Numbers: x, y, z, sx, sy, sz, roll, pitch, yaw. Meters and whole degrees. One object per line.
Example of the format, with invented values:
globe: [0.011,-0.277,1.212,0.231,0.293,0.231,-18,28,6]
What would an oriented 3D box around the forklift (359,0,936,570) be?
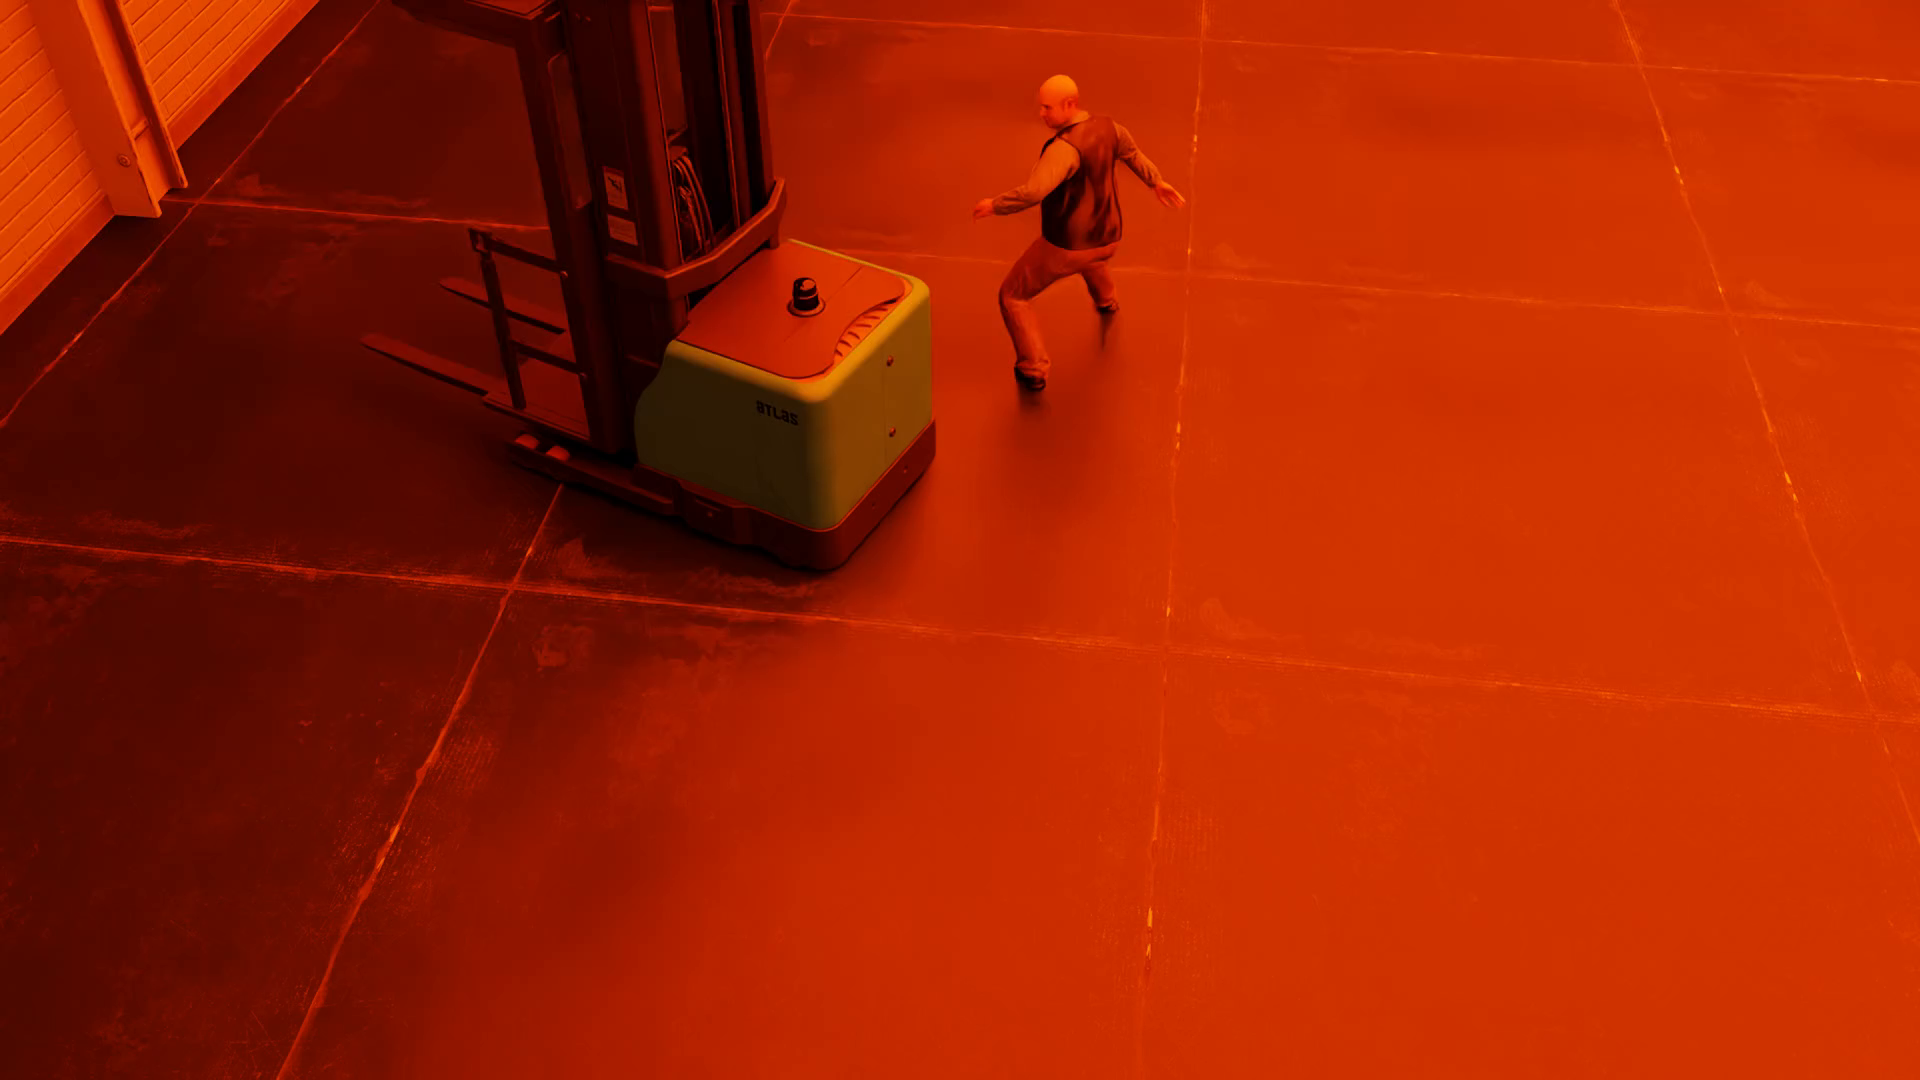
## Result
forklift: [-1.662,-1.667,7.539,3.031,2.935,1.130,20,46,21]

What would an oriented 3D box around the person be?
person: [0.602,-1.584,8.548,1.068,1.679,0.558,-33,52,-30]
